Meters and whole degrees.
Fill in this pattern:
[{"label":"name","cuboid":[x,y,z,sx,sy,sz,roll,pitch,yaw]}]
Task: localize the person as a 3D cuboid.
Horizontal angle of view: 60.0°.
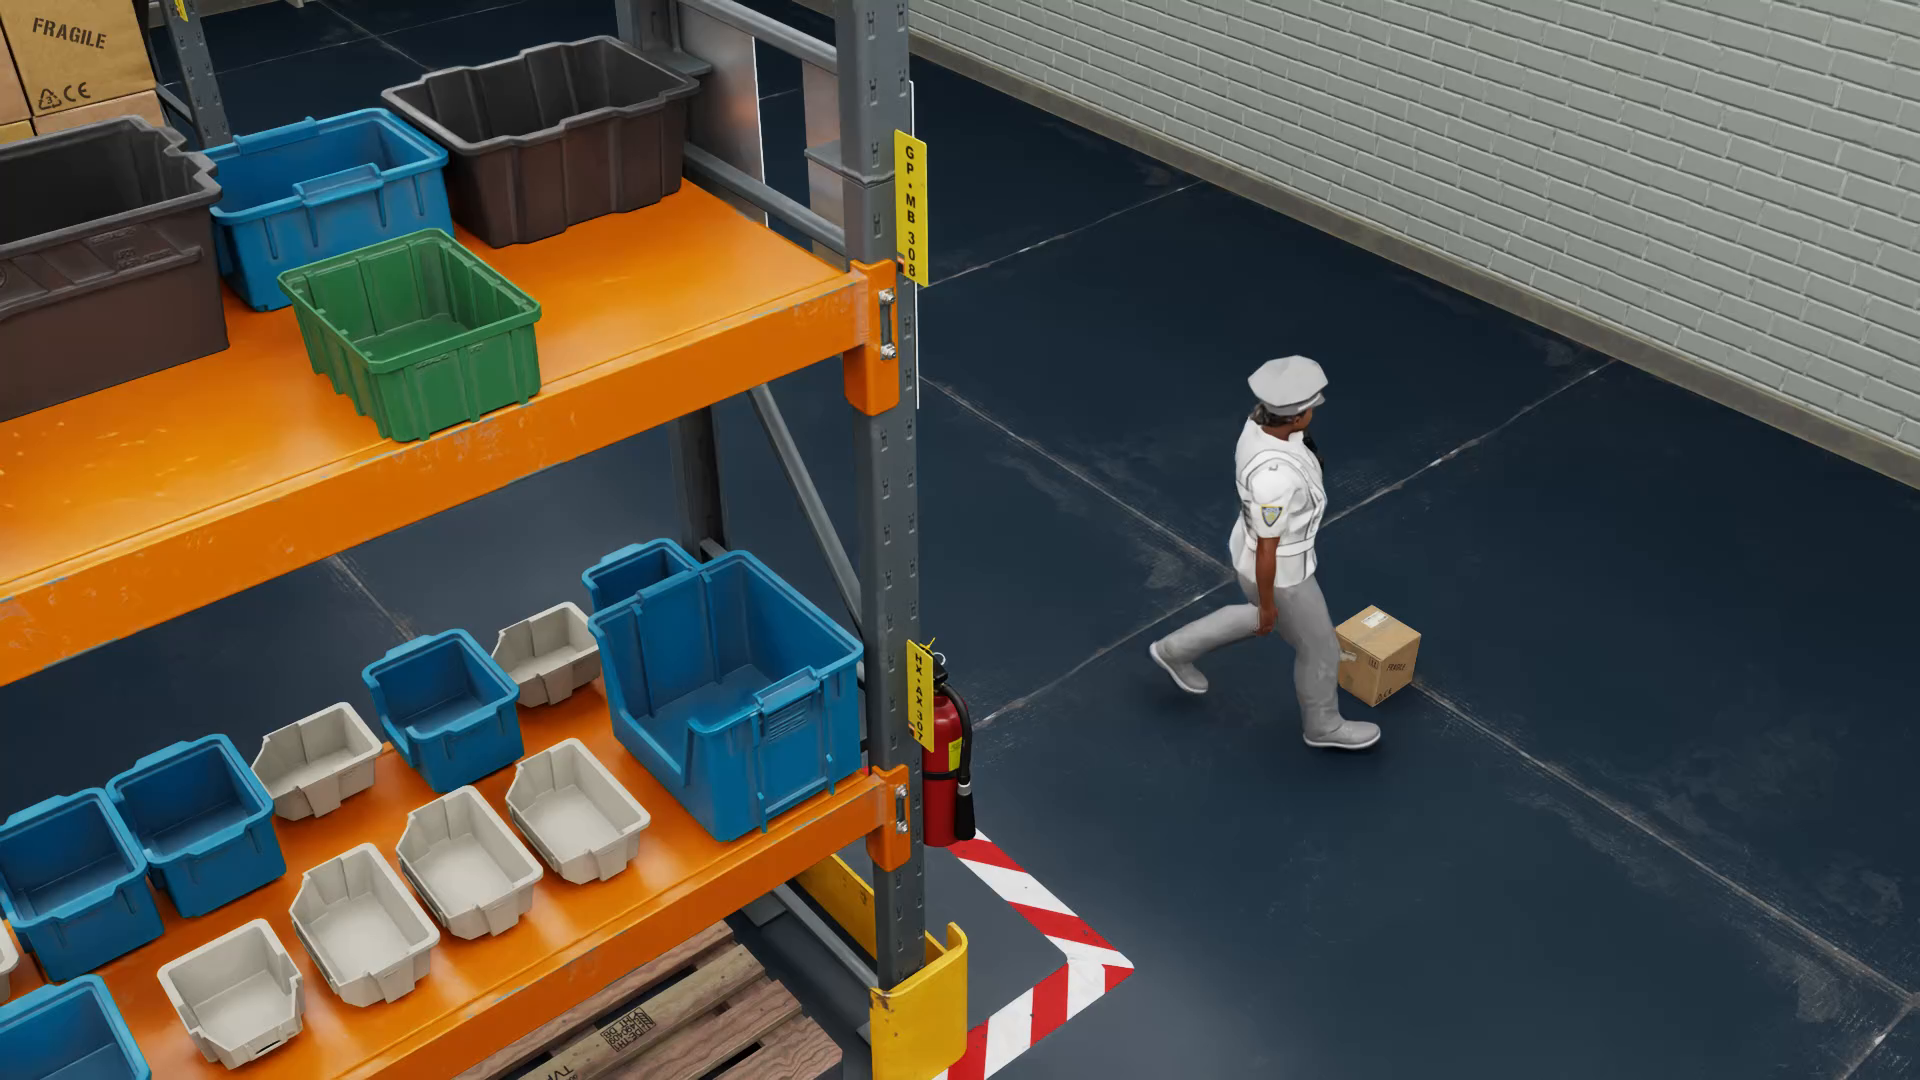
[{"label":"person","cuboid":[1.184,0.069,6.064,0.894,1.627,0.464,2,36,2]}]
